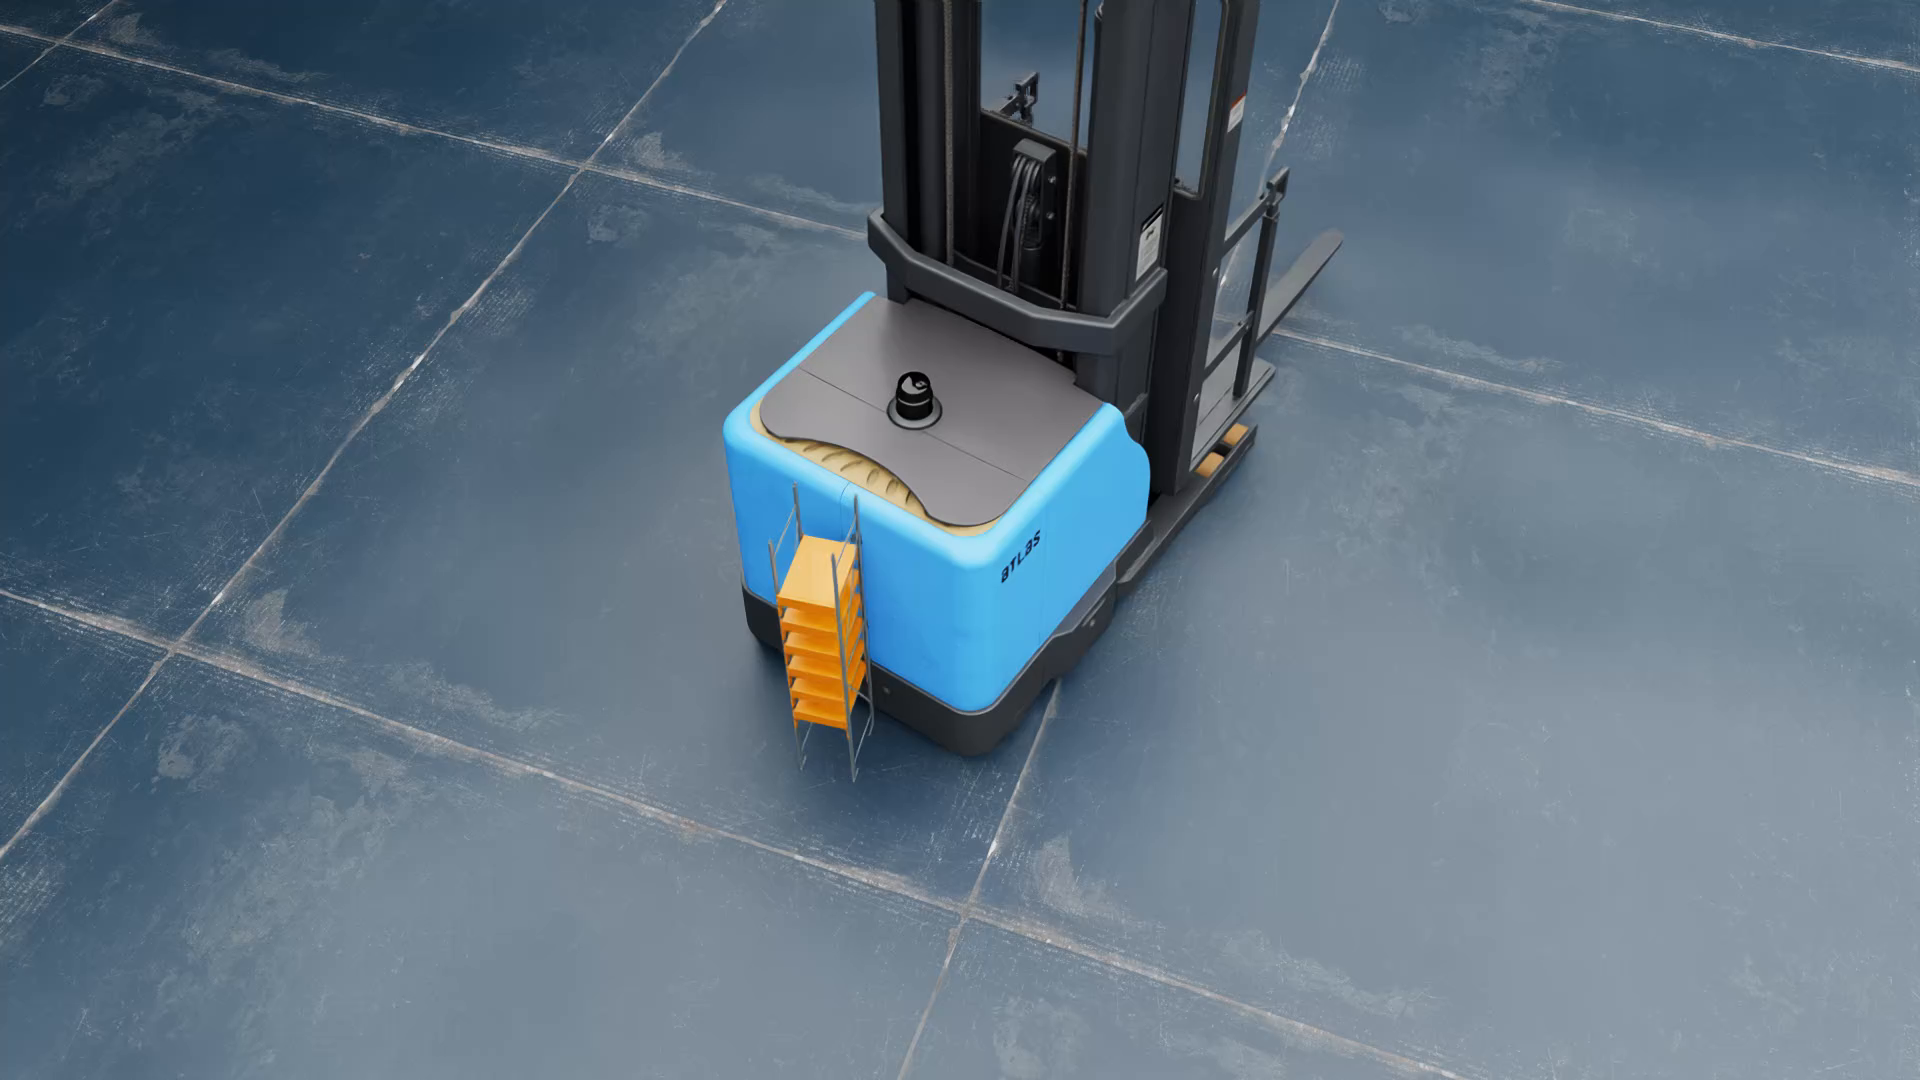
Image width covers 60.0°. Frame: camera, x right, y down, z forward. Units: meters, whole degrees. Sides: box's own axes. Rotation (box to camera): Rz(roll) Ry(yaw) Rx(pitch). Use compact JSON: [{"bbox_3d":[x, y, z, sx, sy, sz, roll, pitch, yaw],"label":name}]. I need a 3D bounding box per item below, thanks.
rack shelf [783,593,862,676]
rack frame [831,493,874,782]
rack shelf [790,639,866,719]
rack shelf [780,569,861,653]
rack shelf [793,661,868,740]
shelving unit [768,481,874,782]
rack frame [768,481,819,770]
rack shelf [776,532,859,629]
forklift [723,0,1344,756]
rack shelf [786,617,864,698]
[{"bbox_3d":[-0.415,0.271,5.115,0.180,0.103,0.258,11,52,9],"label":"rack shelf"},{"bbox_3d":[-0.327,0.337,5.159,0.006,1.200,0.240,11,52,9],"label":"rack frame"},{"bbox_3d":[-0.415,0.424,5.301,0.180,0.103,0.258,11,52,9],"label":"rack shelf"},{"bbox_3d":[-0.416,0.195,5.023,0.180,0.103,0.258,11,52,9],"label":"rack shelf"},{"bbox_3d":[-0.415,0.500,5.394,0.180,0.103,0.258,11,52,9],"label":"rack shelf"},{"bbox_3d":[-0.415,0.319,5.174,0.189,1.200,0.258,11,52,9],"label":"shelving unit"},{"bbox_3d":[-0.504,0.302,5.188,0.006,1.200,0.240,11,52,9],"label":"rack frame"},{"bbox_3d":[-0.416,0.119,4.930,0.180,0.103,0.258,11,52,9],"label":"rack shelf"},{"bbox_3d":[0.498,-1.327,5.460,1.130,2.935,3.031,28,55,22],"label":"forklift"},{"bbox_3d":[-0.415,0.348,5.208,0.180,0.103,0.258,11,52,9],"label":"rack shelf"}]
